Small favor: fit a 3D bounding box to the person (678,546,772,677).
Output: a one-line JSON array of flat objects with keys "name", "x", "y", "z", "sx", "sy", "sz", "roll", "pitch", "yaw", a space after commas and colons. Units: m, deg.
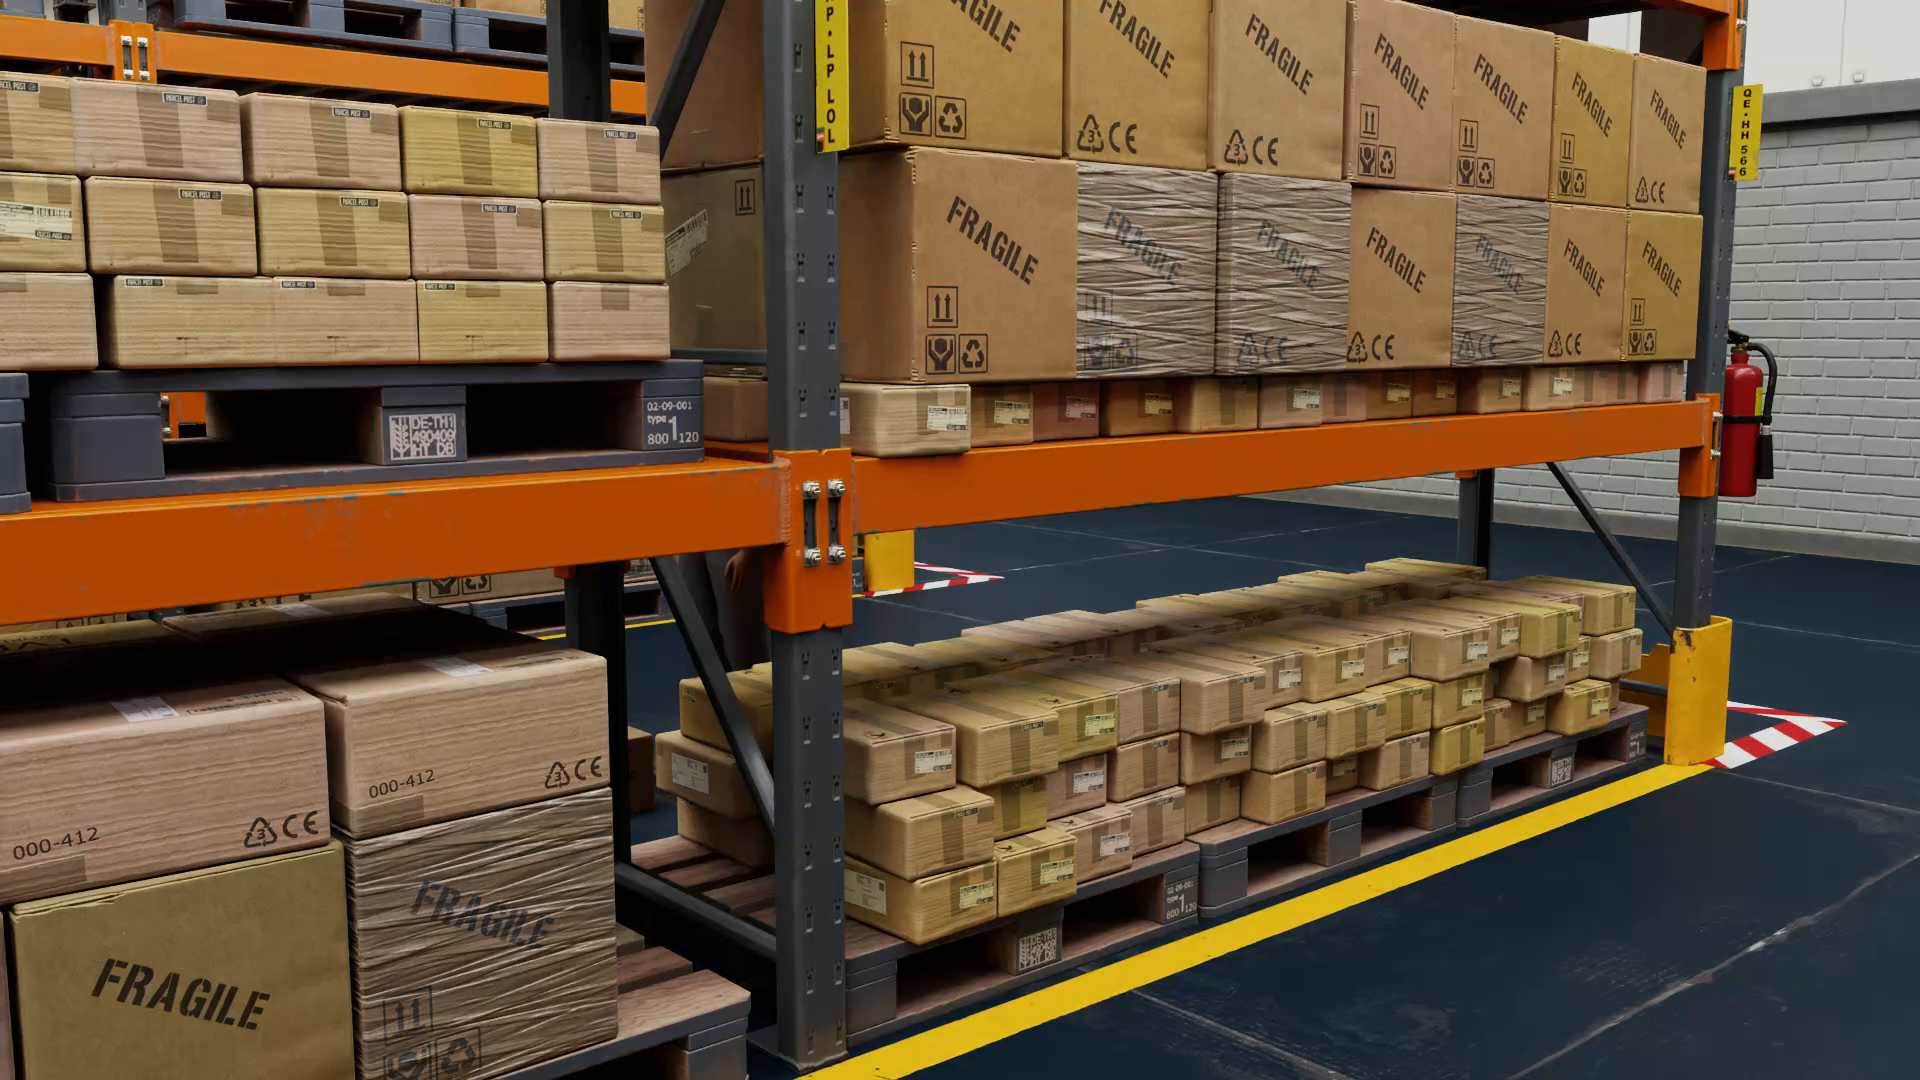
[{"name": "person", "x": -0.804, "y": 0.018, "z": 5.668, "sx": 0.317, "sy": 1.663, "sz": 0.436, "roll": -6, "pitch": 10, "yaw": -40}]
